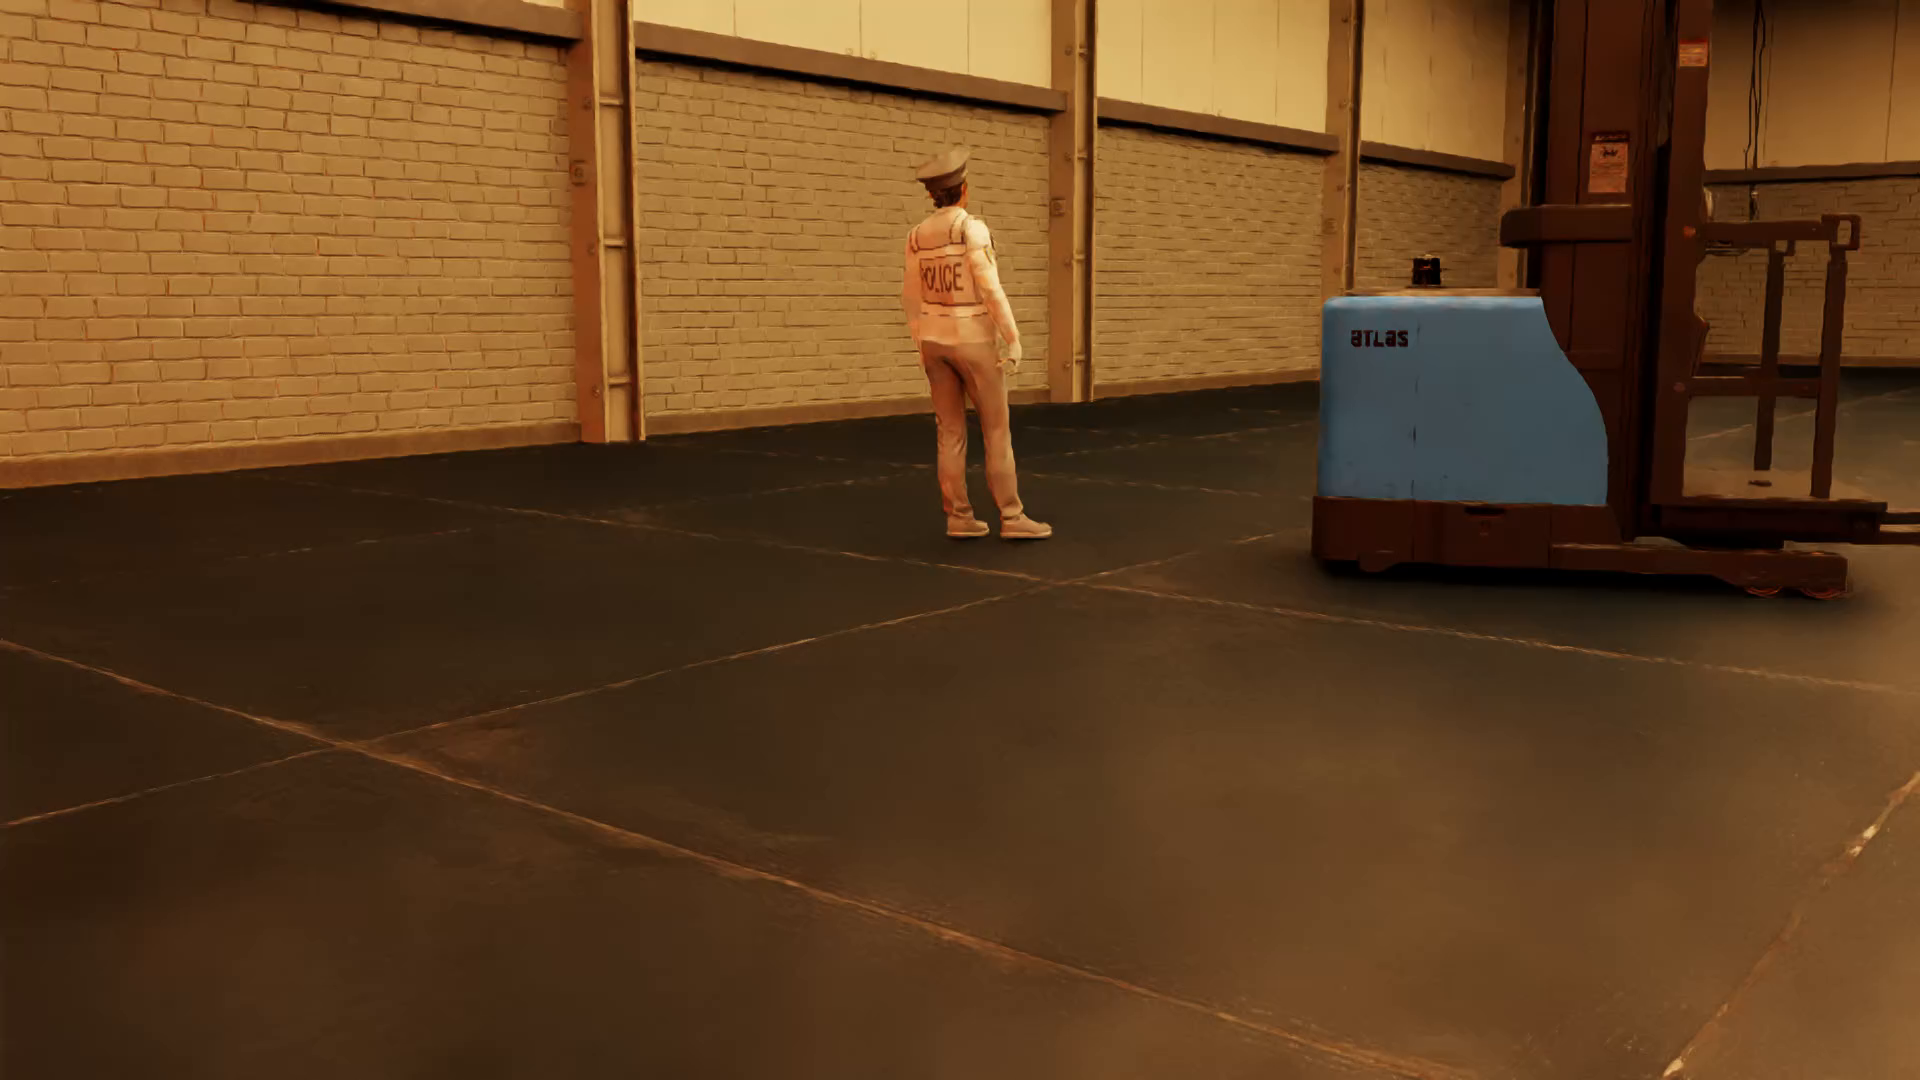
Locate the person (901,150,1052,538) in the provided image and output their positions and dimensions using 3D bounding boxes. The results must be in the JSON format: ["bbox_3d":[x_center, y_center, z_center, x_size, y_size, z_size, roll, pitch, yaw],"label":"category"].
[{"bbox_3d":[0.048,-0.853,7.329,0.586,1.695,0.533,7,11,38],"label":"person"}]

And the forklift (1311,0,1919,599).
[{"bbox_3d":[2.949,-1.325,6.337,3.031,2.935,1.130,2,9,14],"label":"forklift"}]
